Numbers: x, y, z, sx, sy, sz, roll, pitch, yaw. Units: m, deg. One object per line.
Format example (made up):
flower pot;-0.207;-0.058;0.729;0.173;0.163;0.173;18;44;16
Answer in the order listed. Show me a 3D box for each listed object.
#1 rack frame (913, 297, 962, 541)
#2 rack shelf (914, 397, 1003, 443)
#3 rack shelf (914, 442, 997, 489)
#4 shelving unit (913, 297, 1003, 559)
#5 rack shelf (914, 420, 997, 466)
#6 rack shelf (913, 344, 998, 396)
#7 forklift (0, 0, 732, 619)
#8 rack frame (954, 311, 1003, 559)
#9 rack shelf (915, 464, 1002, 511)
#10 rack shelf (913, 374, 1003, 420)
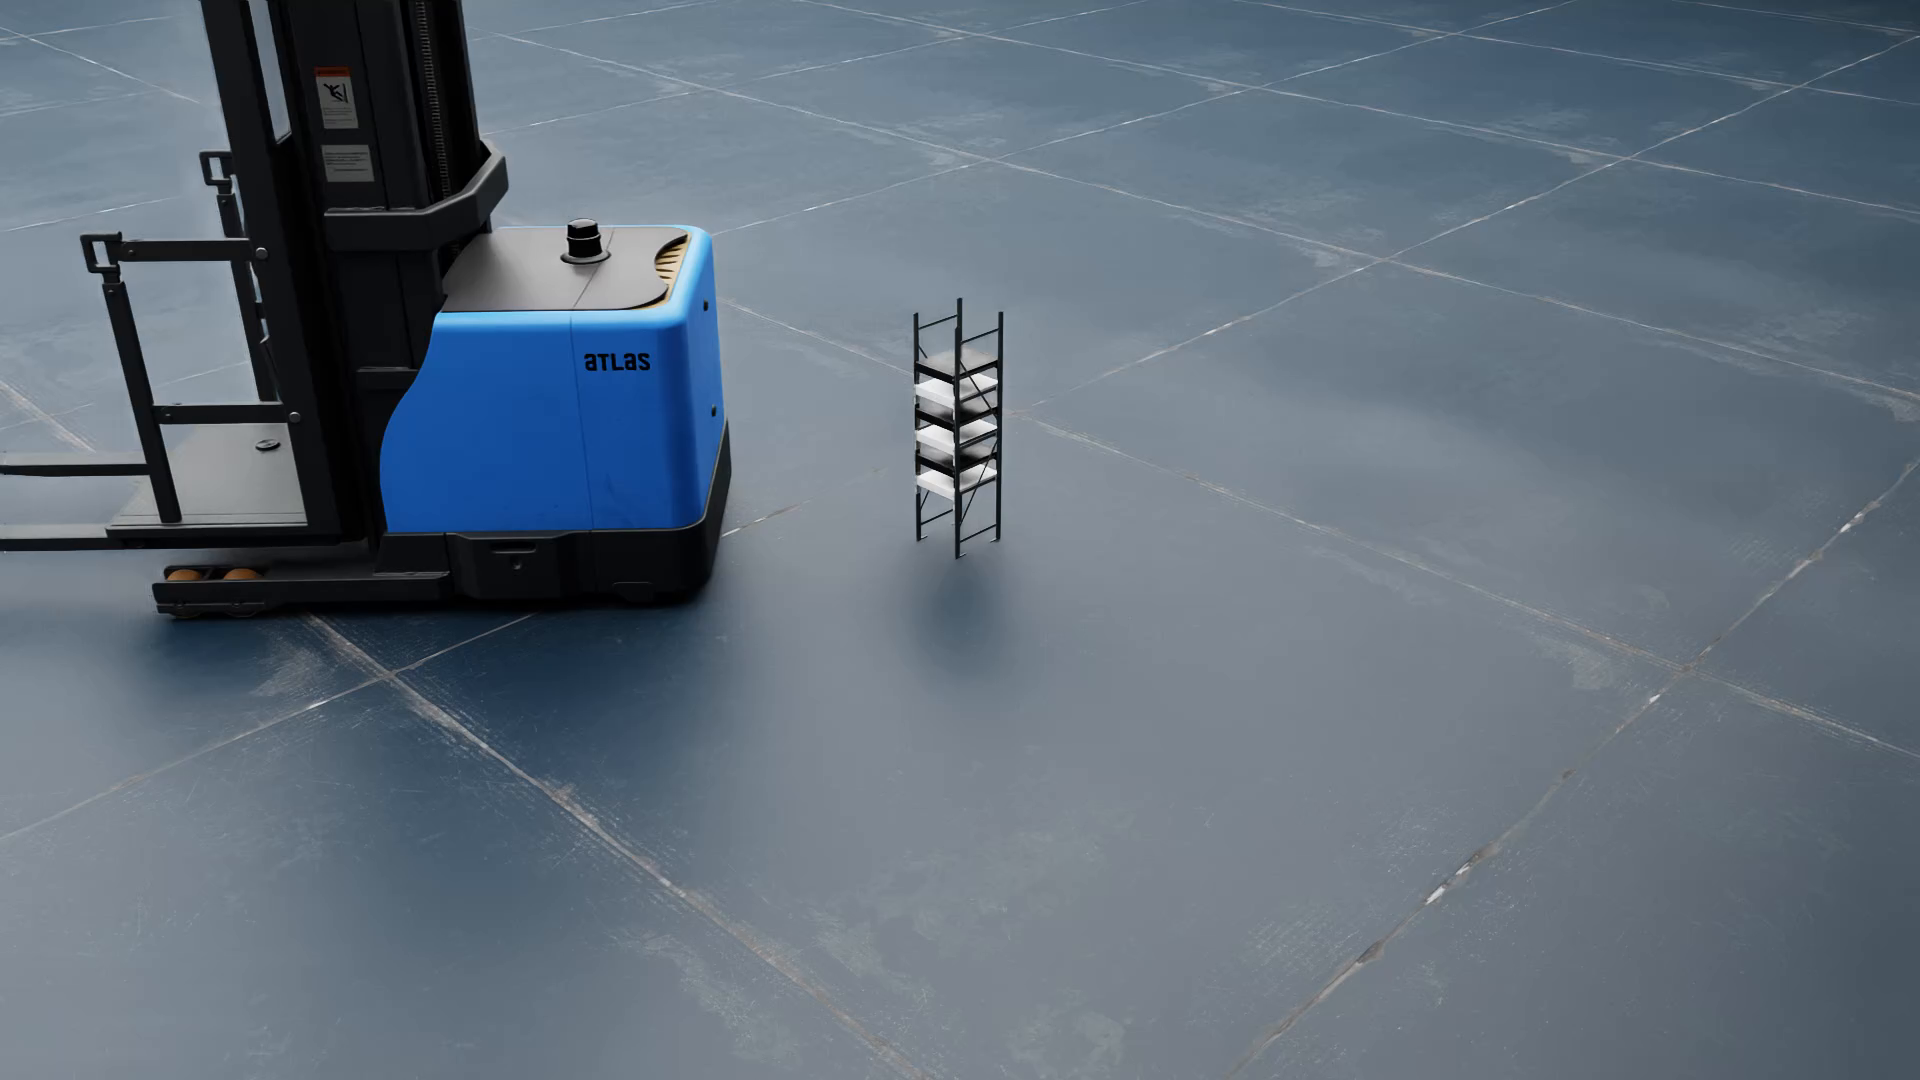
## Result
rack frame;-0.078;-0.434;6.109;0.006;0.900;0.240;25;36;38
rack shelf;-0.006;-0.451;6.019;0.200;0.077;0.258;25;36;38
rack shelf;-0.006;-0.292;6.103;0.200;0.077;0.258;25;36;38
shelving unit;-0.006;-0.401;6.046;0.210;0.900;0.258;25;36;38
rack shelf;-0.006;-0.371;6.061;0.200;0.077;0.258;25;36;38
rack shelf;-0.006;-0.610;5.935;0.200;0.077;0.258;25;36;38
forklift;-2.405;-1.277;5.529;3.031;2.935;1.130;-1;28;-2
rack frame;0.067;-0.368;5.983;0.006;0.900;0.240;25;36;38
rack shelf;-0.006;-0.212;6.145;0.200;0.077;0.258;25;36;38
rack shelf;-0.006;-0.531;5.977;0.200;0.077;0.258;25;36;38
